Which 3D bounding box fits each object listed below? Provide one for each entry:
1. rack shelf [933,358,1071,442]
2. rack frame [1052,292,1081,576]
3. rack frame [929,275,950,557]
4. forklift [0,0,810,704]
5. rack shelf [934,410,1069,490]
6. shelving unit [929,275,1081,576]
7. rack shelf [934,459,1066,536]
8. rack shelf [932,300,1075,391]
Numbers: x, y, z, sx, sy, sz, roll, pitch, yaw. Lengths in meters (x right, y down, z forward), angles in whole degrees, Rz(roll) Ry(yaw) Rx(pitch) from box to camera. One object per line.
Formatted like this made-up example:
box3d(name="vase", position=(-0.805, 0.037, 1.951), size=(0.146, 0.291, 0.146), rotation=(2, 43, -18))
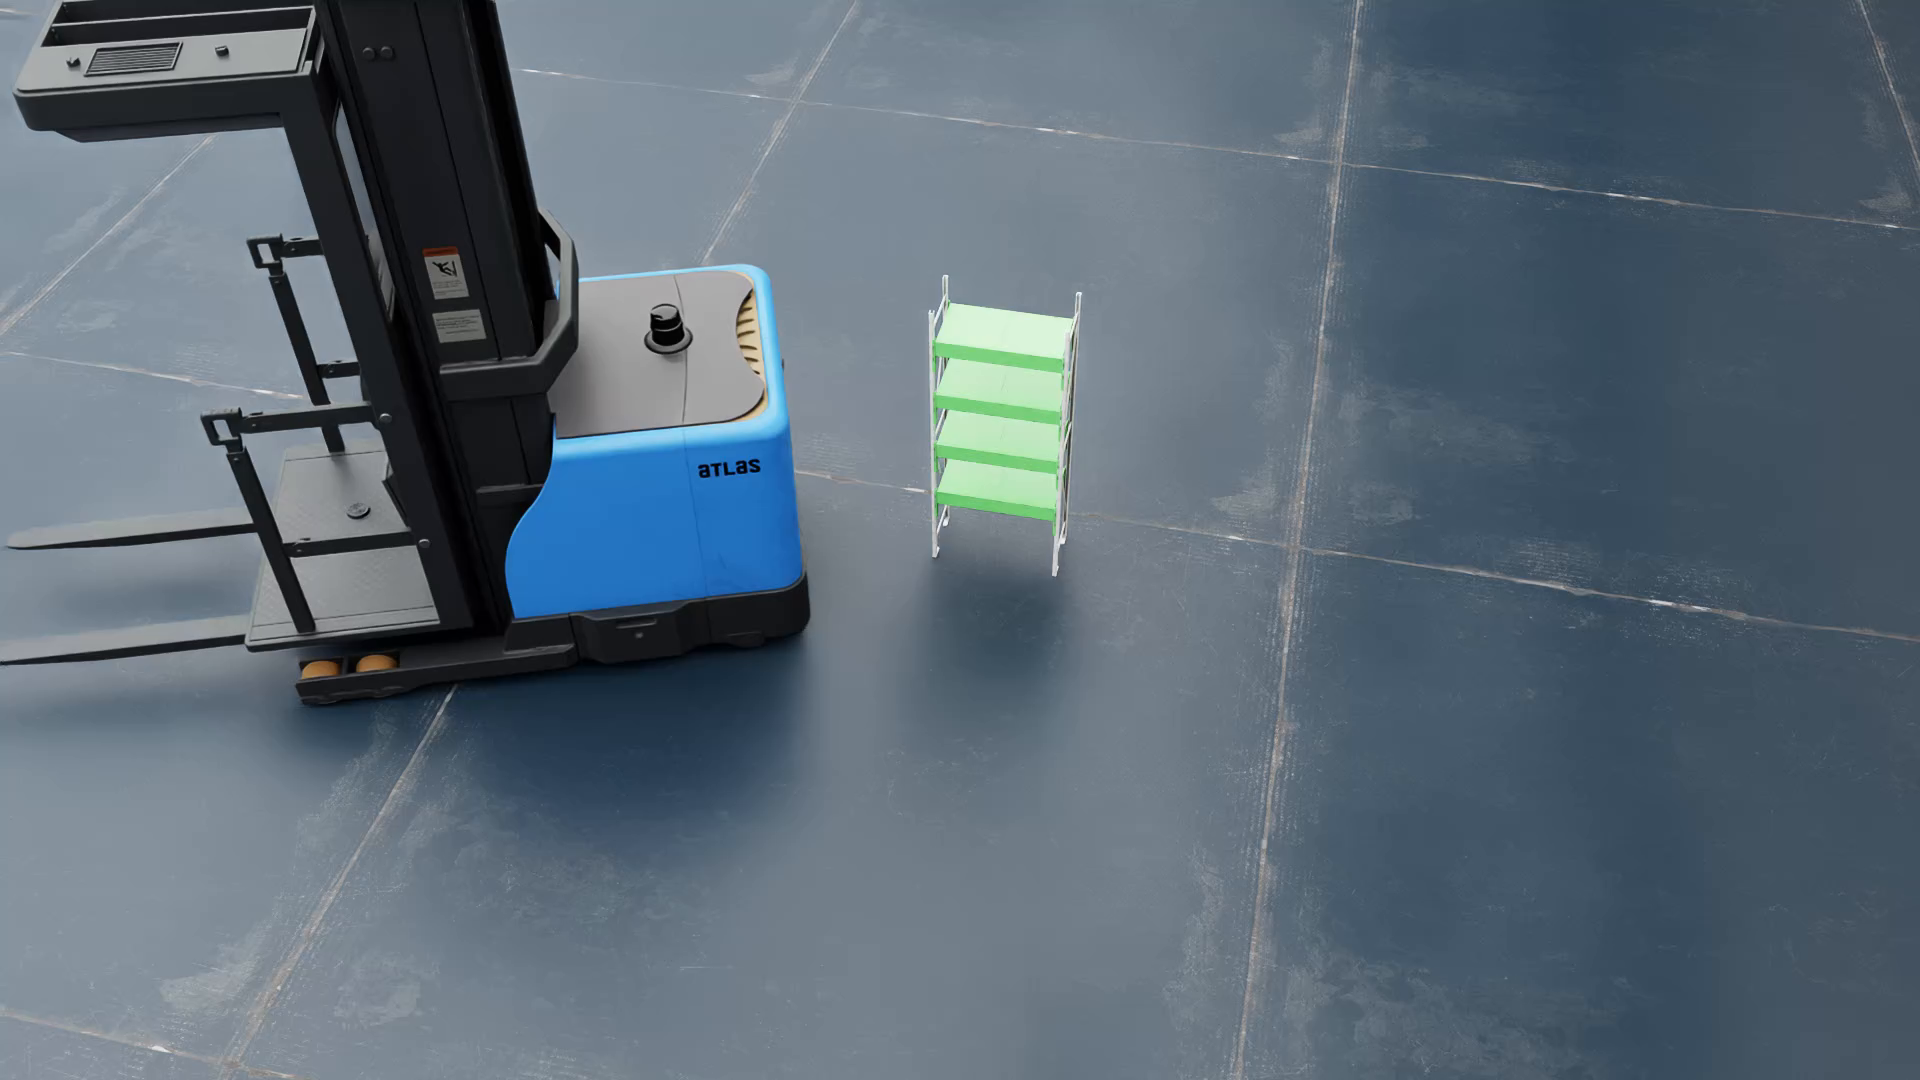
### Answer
box3d(name="rack shelf", position=(0.162, -0.534, 6.186), size=(0.480, 0.148, 0.258), rotation=(9, 45, 9))
box3d(name="rack frame", position=(0.400, -0.370, 6.269), size=(0.015, 1.200, 0.240), rotation=(9, 45, 9))
box3d(name="rack frame", position=(-0.077, -0.444, 6.346), size=(0.015, 1.200, 0.240), rotation=(9, 45, 9))
box3d(name="forklift", position=(-2.135, -0.848, 5.518), size=(3.031, 2.935, 1.130), rotation=(-6, 44, -7))
box3d(name="rack shelf", position=(0.162, -0.361, 6.352), size=(0.480, 0.148, 0.258), rotation=(9, 45, 9))
box3d(name="shelving unit", position=(0.162, -0.407, 6.308), size=(0.503, 1.200, 0.258), rotation=(9, 45, 9))
box3d(name="rack shelf", position=(0.162, -0.188, 6.519), size=(0.480, 0.148, 0.258), rotation=(9, 45, 9))
box3d(name="rack shelf", position=(0.162, -0.707, 6.019), size=(0.480, 0.148, 0.258), rotation=(9, 45, 9))
